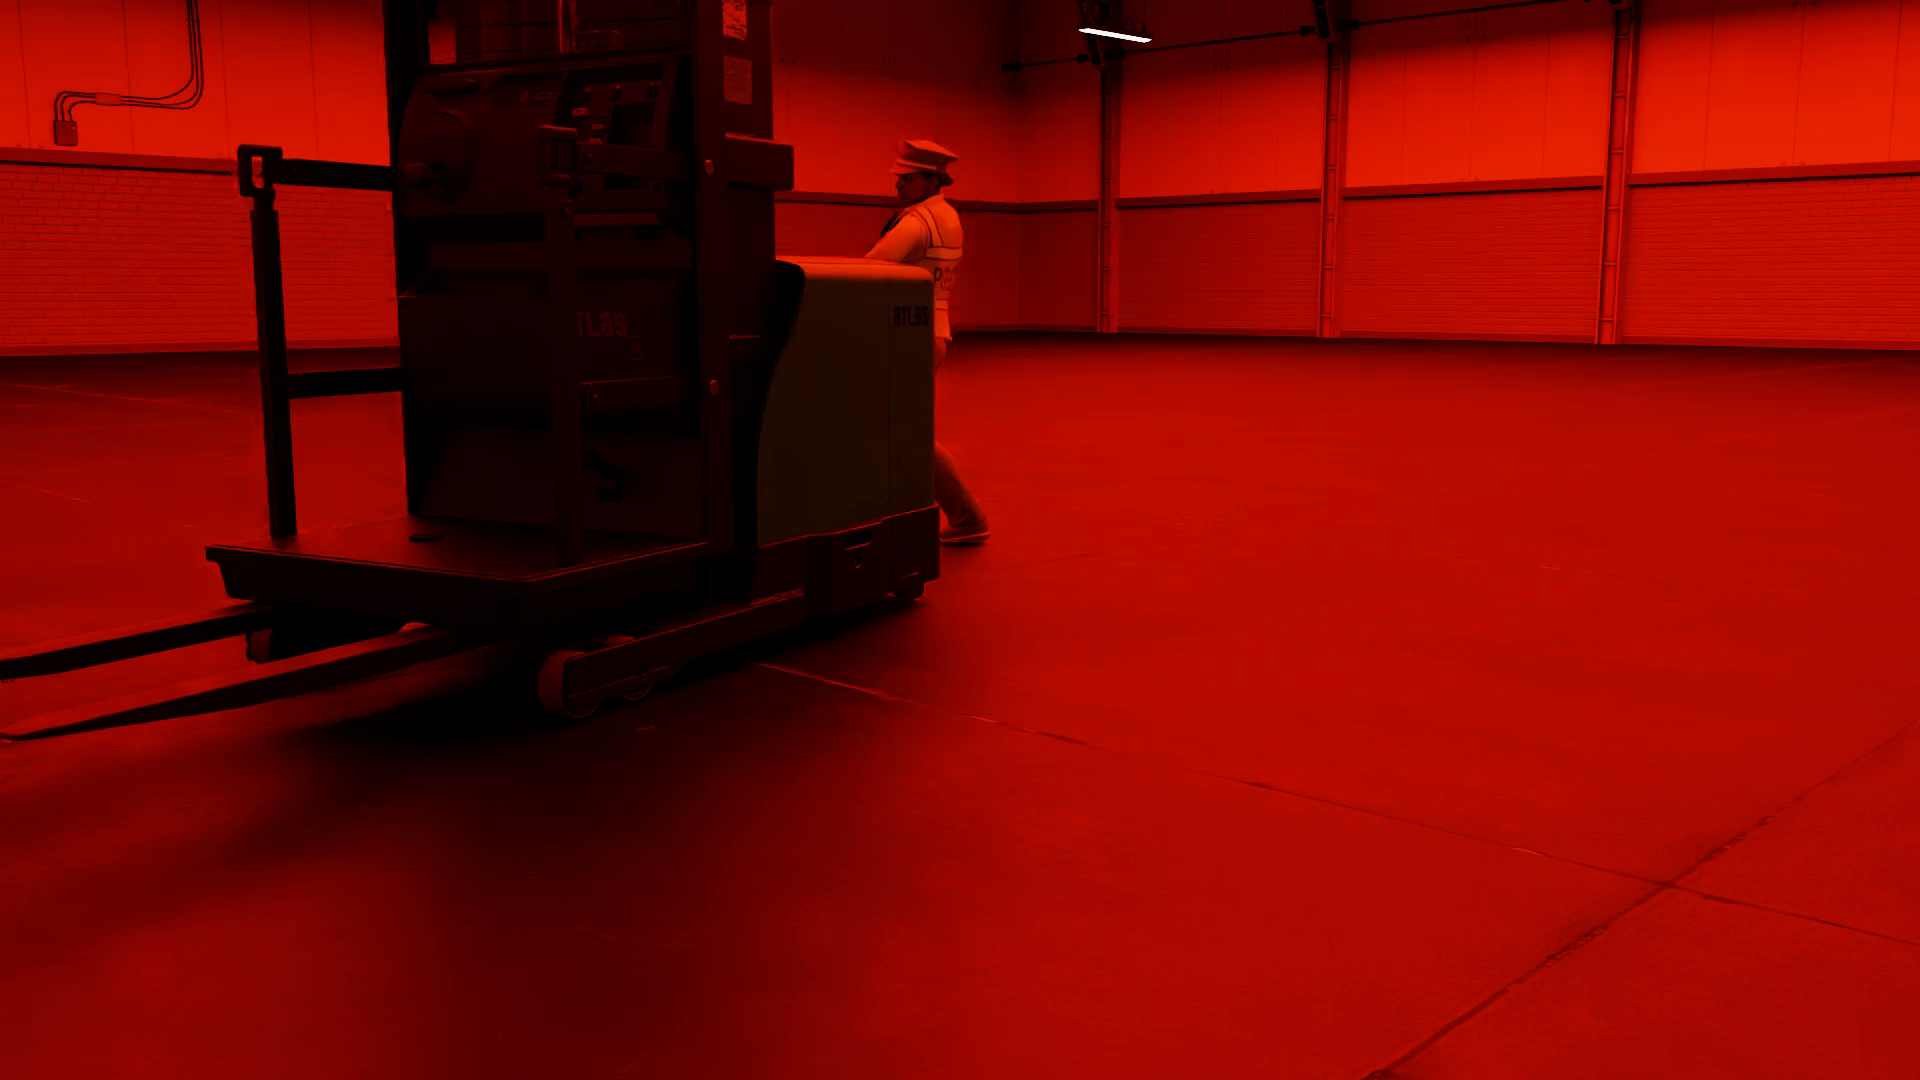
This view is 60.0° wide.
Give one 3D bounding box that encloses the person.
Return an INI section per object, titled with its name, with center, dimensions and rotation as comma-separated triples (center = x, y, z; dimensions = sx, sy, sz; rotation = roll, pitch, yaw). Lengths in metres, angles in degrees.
[person]
center = -0.237, -0.803, 6.755
dimensions = 0.789, 1.583, 0.622
rotation = 1, 9, 8

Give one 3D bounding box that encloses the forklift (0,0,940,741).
[forklift]
center = -1.217, -1.103, 4.201
dimensions = 1.130, 2.935, 3.031
rotation = 5, 10, 28
